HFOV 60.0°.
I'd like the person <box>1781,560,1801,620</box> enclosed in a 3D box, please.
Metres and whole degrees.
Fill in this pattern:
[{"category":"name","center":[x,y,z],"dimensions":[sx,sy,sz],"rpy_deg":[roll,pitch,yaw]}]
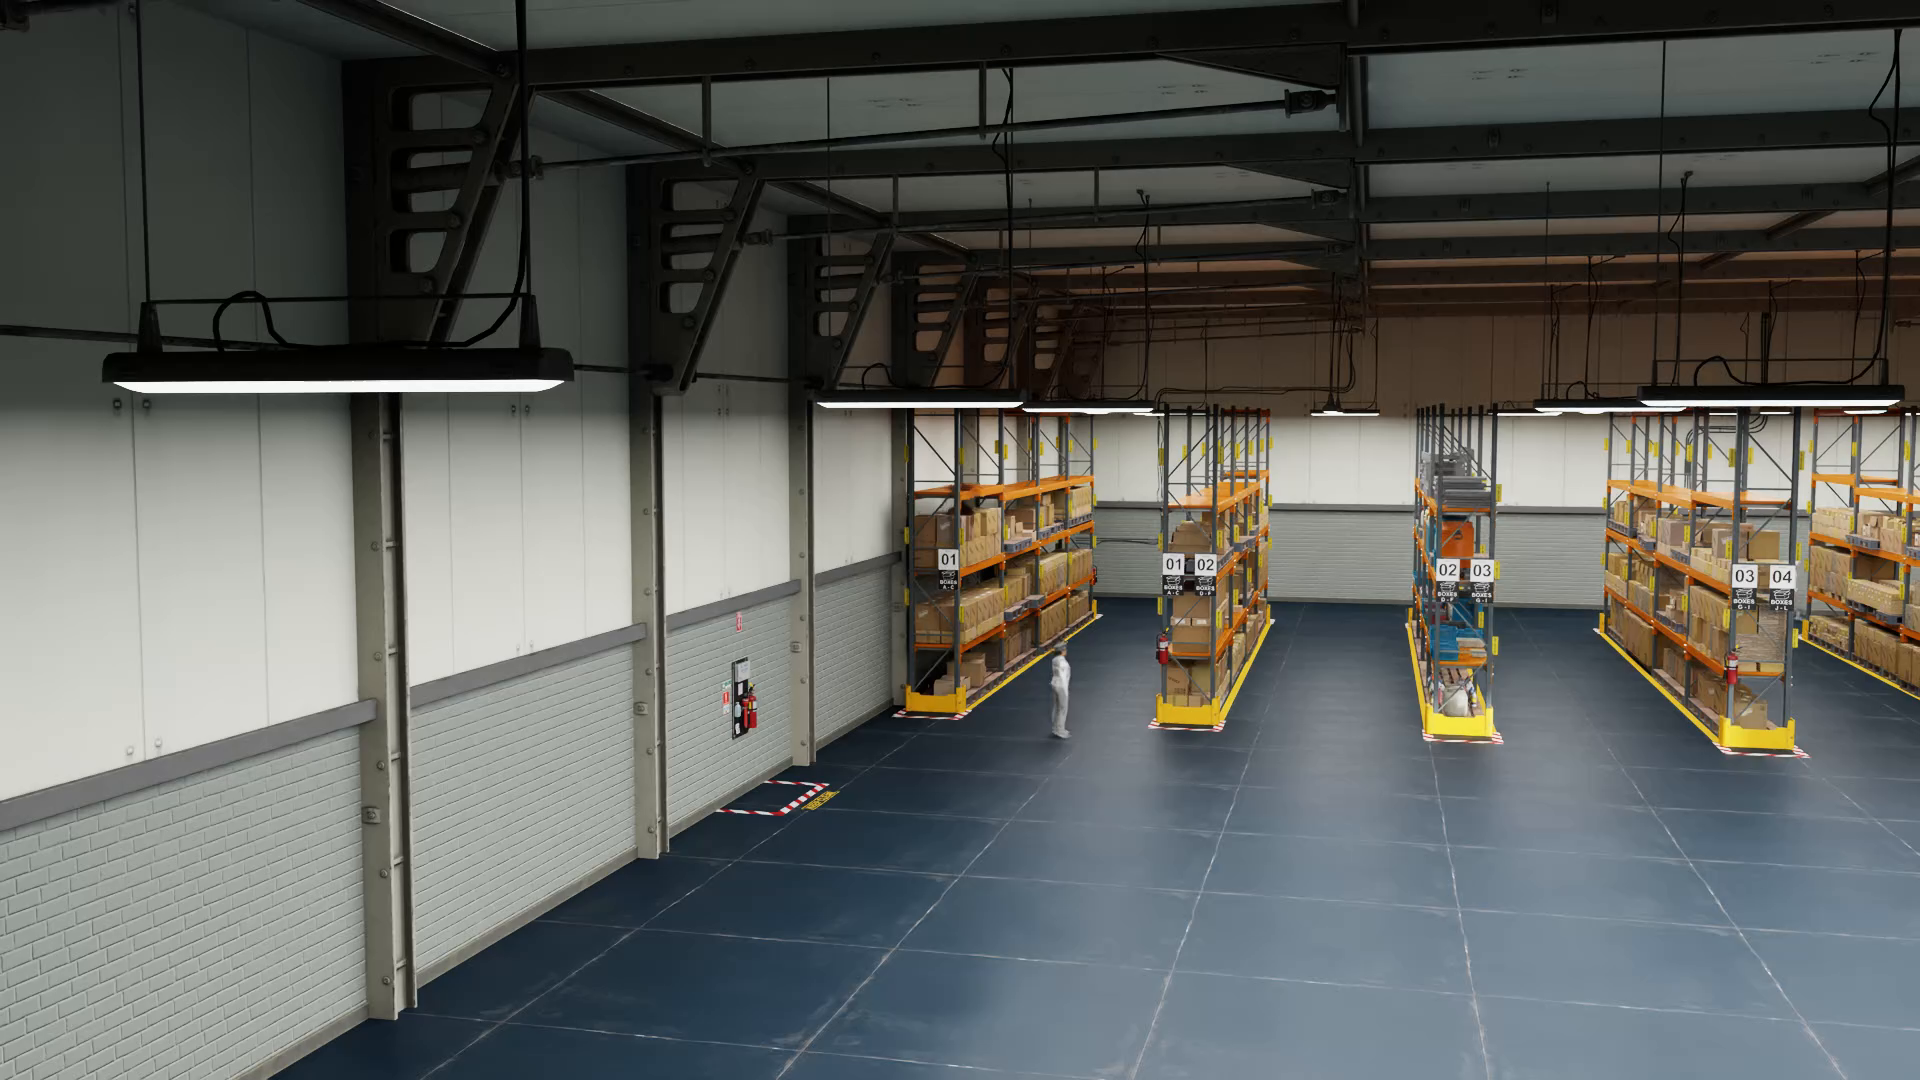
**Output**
[{"category":"person","center":[23.170,1.445,46.750],"dimensions":[0.930,1.740,0.567],"rpy_deg":[-1,4,-12]}]

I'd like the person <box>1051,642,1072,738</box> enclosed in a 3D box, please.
[{"category":"person","center":[1.832,2.711,30.089],"dimensions":[0.341,1.705,0.561],"rpy_deg":[-1,4,-19]}]
